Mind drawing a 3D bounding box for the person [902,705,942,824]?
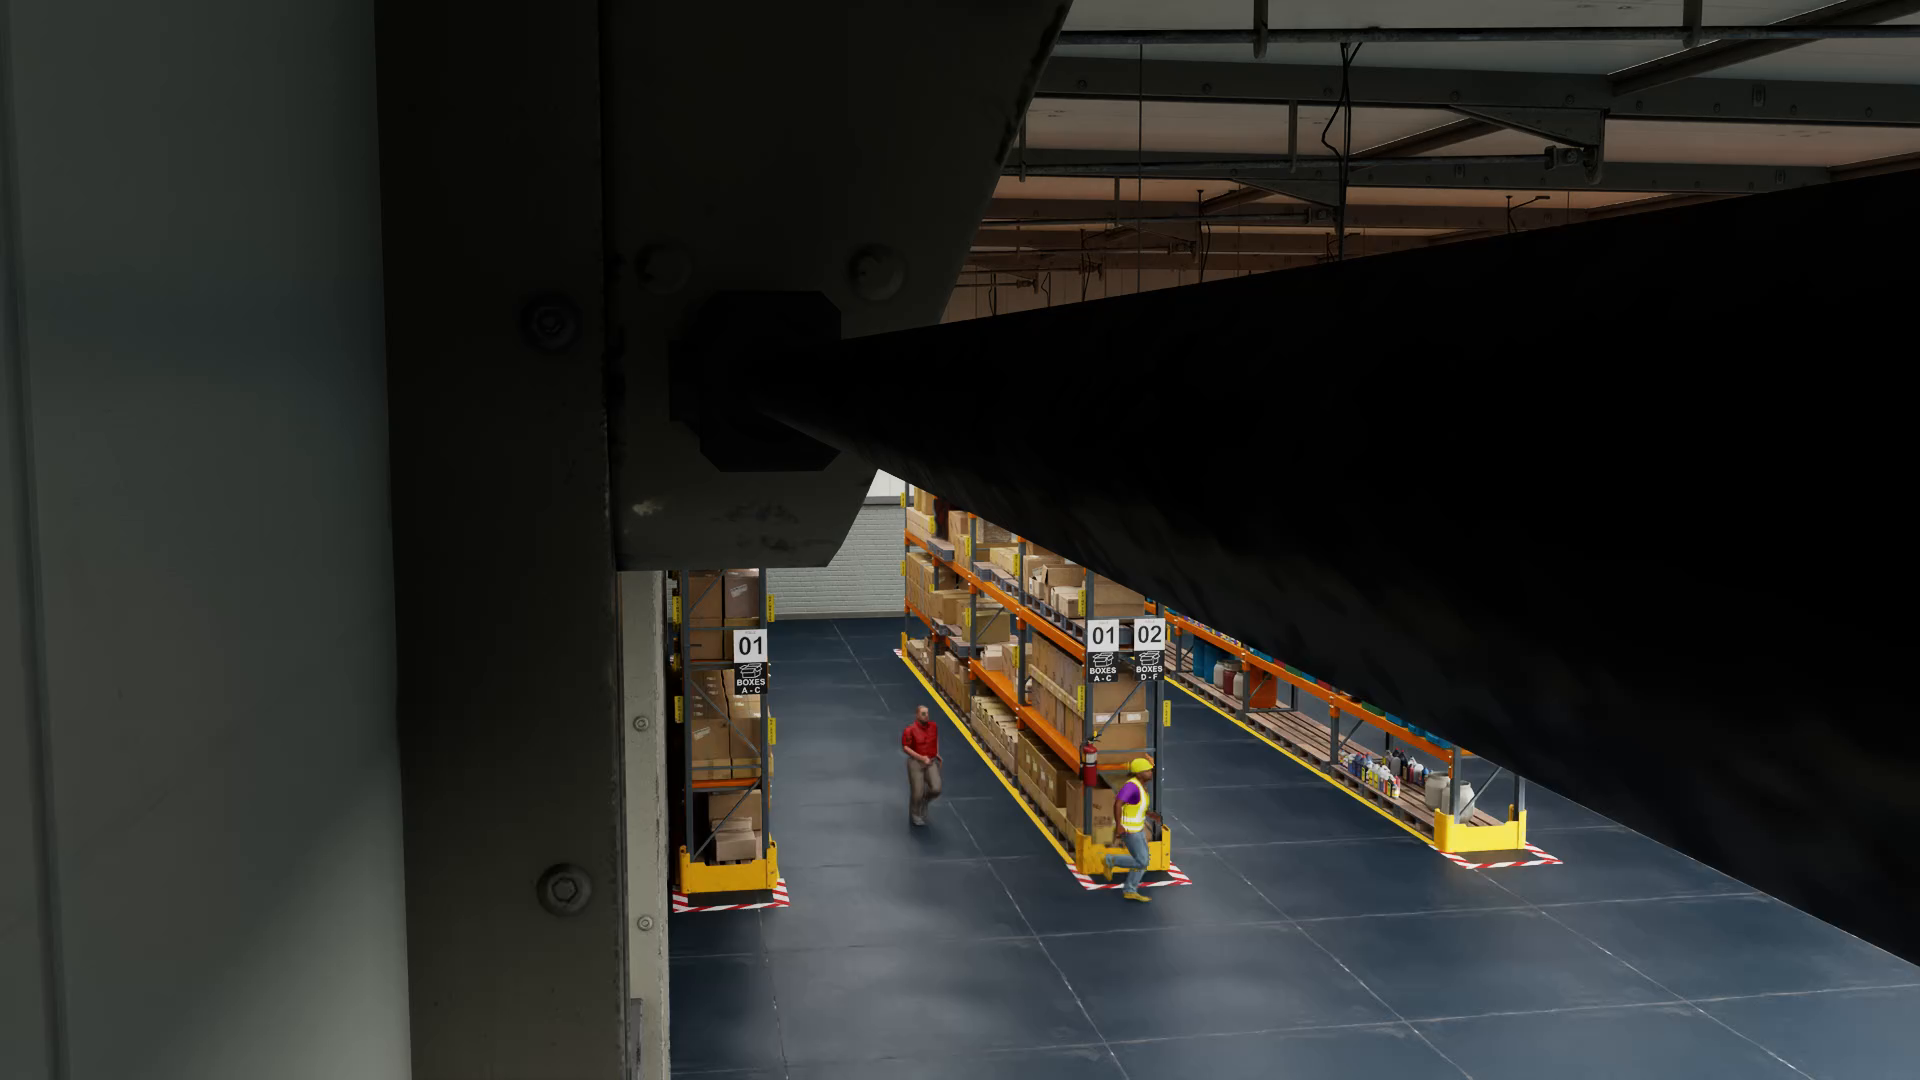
[{"bbox_3d":[-0.487,3.112,22.968,0.647,1.679,0.670,-4,7,-31],"label":"person"}]

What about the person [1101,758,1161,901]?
[{"bbox_3d":[2.032,3.446,19.807,0.692,1.714,0.738,2,6,19],"label":"person"}]
